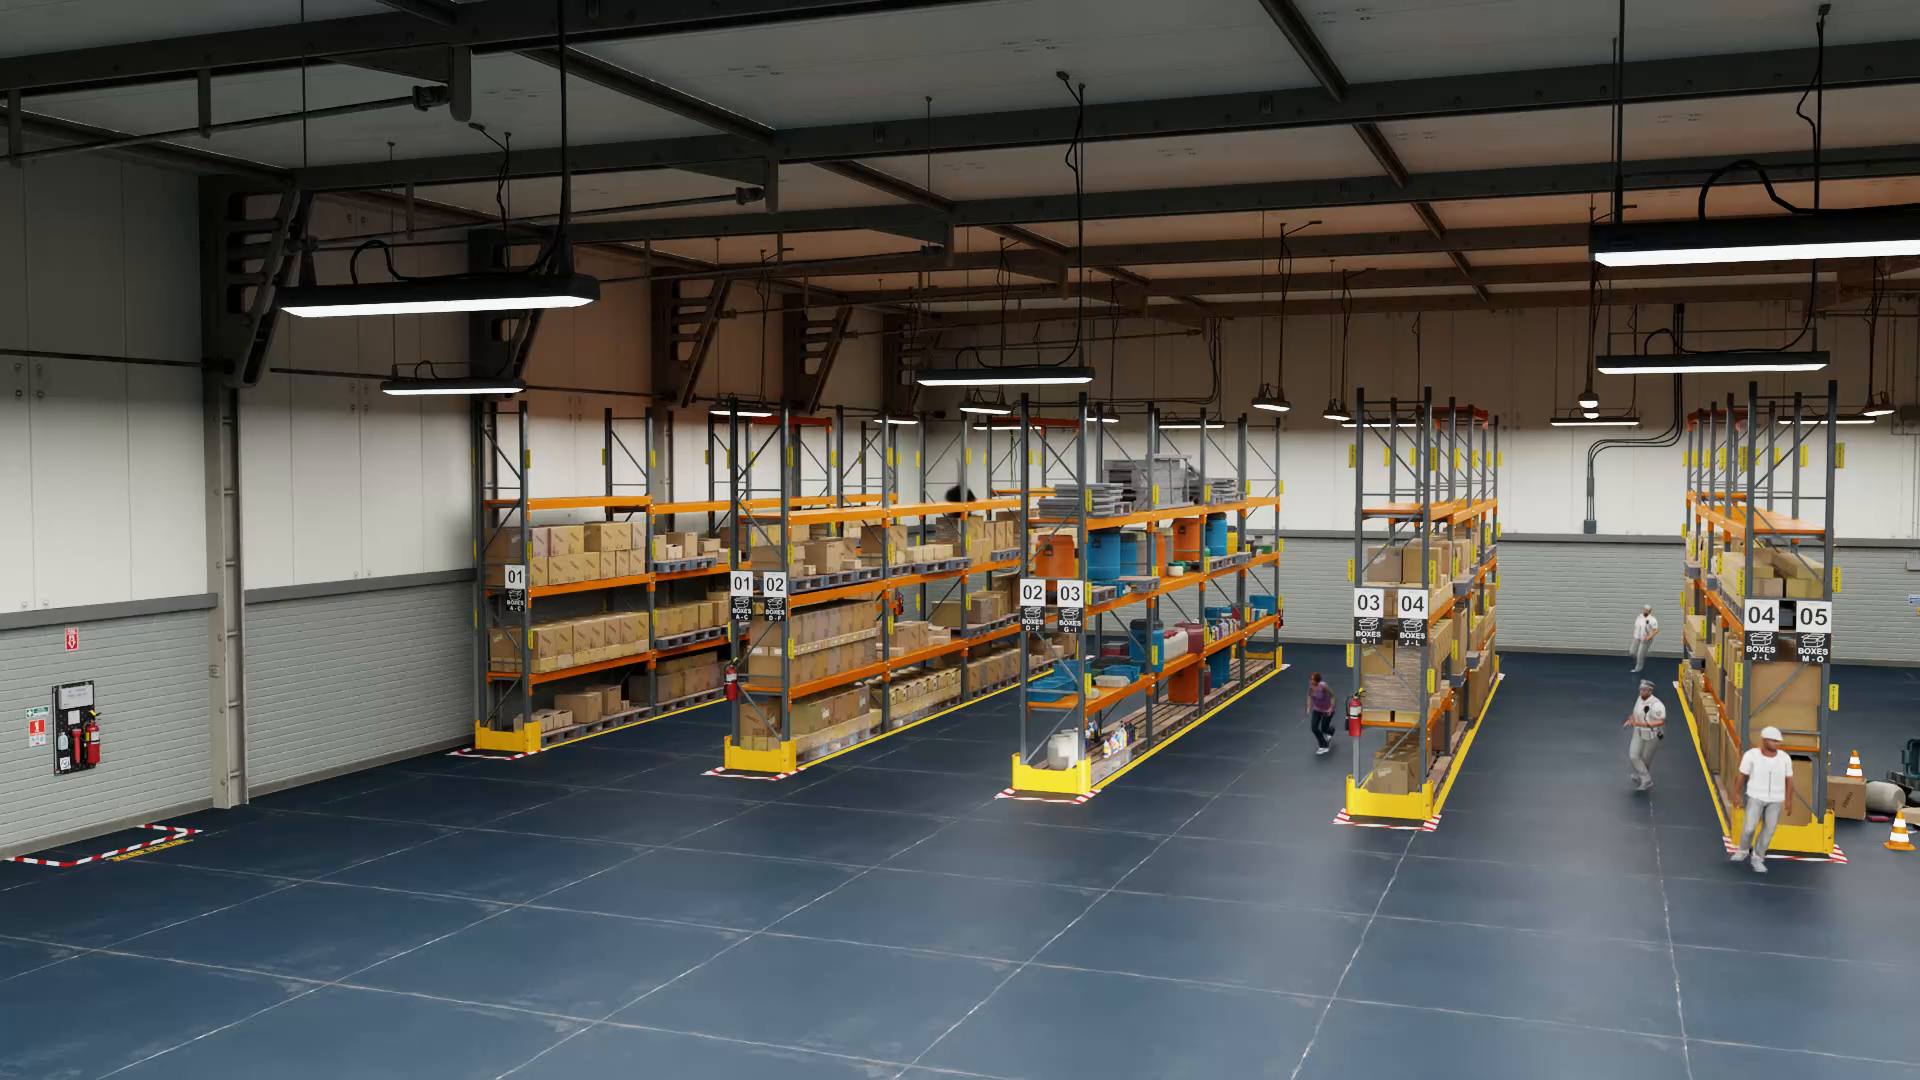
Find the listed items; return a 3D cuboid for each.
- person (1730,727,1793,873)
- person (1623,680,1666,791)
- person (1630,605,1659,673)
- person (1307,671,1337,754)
[{"bbox_3d":[9.737,3.143,20.193,0.663,1.784,0.471,0,3,8],"label":"person"},{"bbox_3d":[10.425,2.948,25.259,0.672,1.719,0.782,-2,3,-36],"label":"person"},{"bbox_3d":[16.000,2.311,38.857,0.539,1.614,0.677,-2,4,-39],"label":"person"},{"bbox_3d":[6.211,2.919,28.339,0.543,1.423,0.909,2,4,38],"label":"person"}]
